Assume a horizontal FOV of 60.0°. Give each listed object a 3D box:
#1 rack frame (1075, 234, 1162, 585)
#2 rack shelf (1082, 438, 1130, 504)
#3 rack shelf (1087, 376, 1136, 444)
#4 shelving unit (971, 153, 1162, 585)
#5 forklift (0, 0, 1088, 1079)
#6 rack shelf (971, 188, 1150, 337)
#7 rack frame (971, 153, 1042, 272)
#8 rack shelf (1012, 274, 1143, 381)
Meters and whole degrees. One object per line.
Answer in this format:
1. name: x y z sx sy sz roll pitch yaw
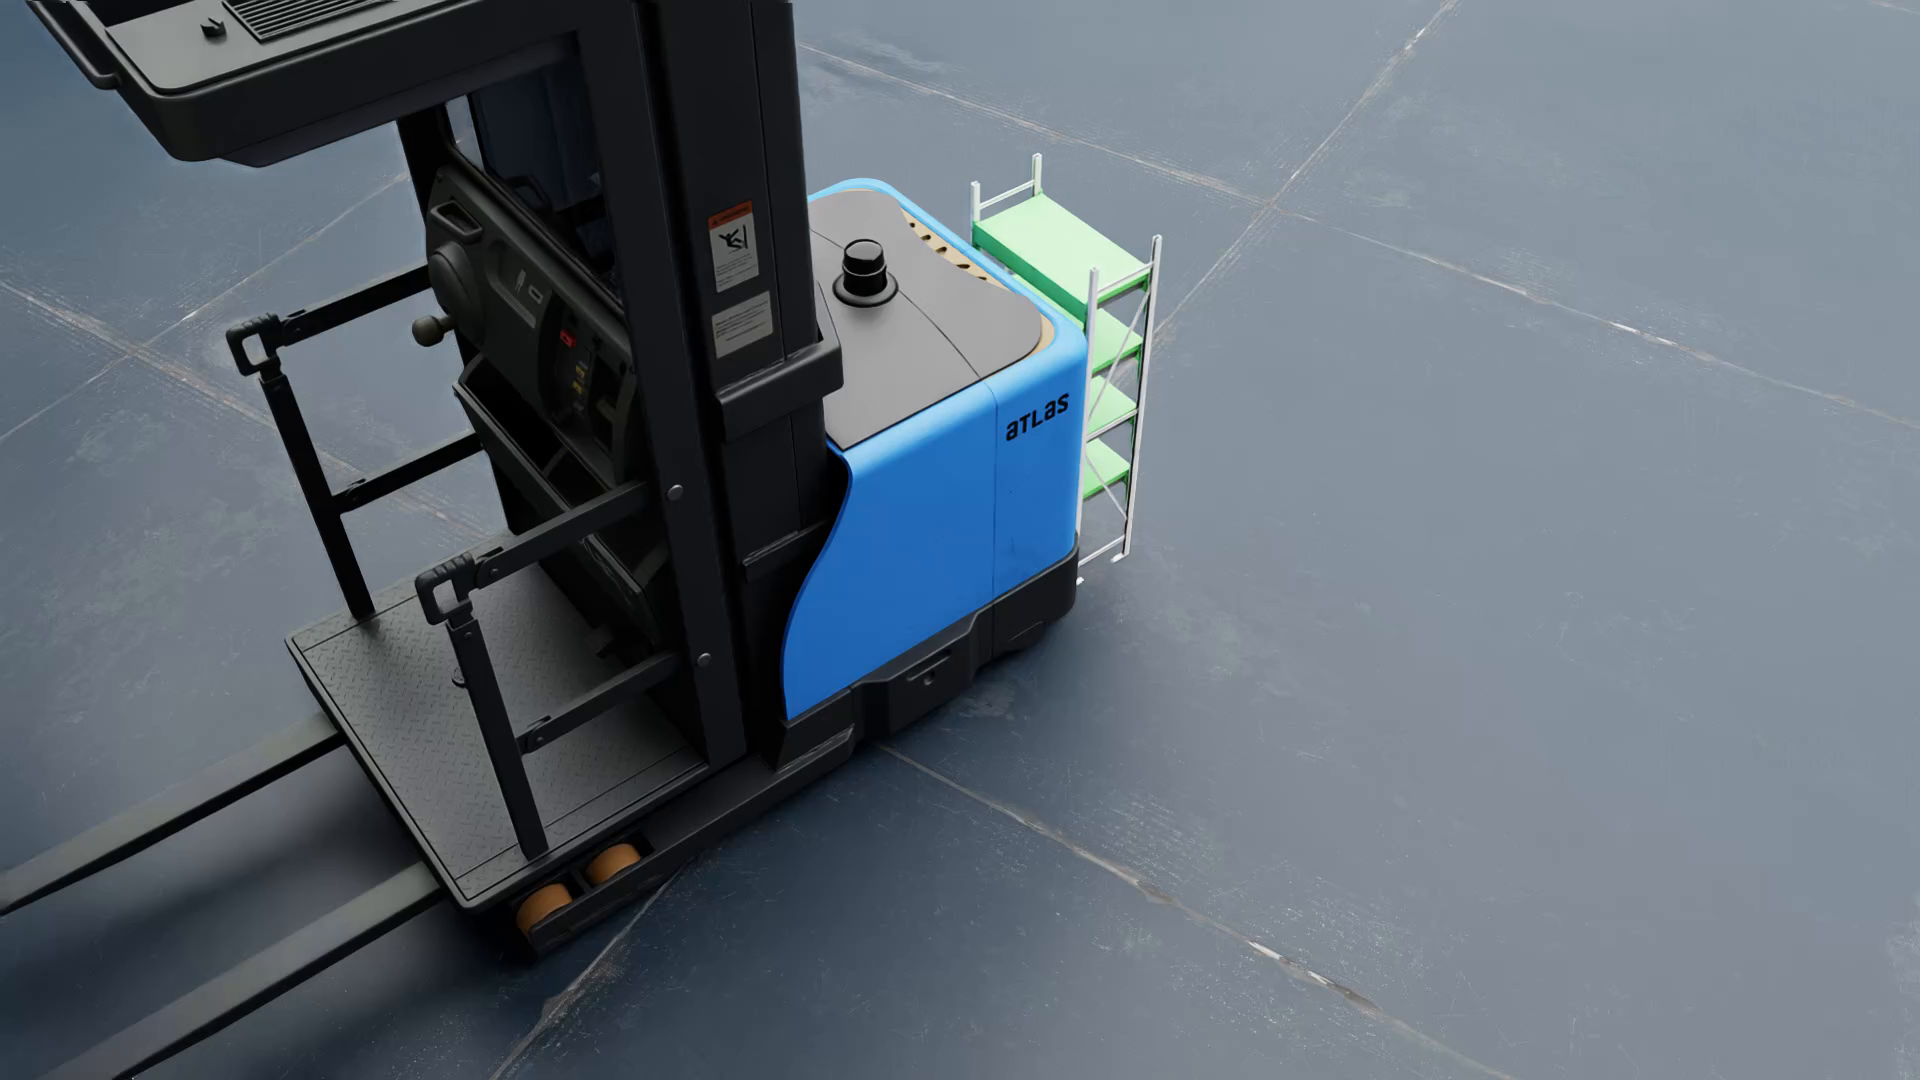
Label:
1. rack frame: 0.430 -0.325 4.729 0.240 1.200 0.015 -29 53 -26
2. rack shelf: 0.279 -0.251 5.081 0.258 0.148 0.480 -29 53 -26
3. rack shelf: 0.279 -0.418 4.909 0.258 0.148 0.480 -29 53 -26
4. shelving unit: 0.279 -0.462 4.863 0.258 1.200 0.503 -29 53 -26
5. forklift: -1.124 -0.416 3.610 3.031 2.935 1.130 -29 53 -26
6. rack shelf: 0.279 -0.752 4.564 0.258 0.148 0.480 -29 53 -26
7. rack frame: 0.128 -0.600 4.996 0.240 1.200 0.015 -29 53 -26
8. rack shelf: 0.279 -0.585 4.736 0.258 0.148 0.480 -29 53 -26
